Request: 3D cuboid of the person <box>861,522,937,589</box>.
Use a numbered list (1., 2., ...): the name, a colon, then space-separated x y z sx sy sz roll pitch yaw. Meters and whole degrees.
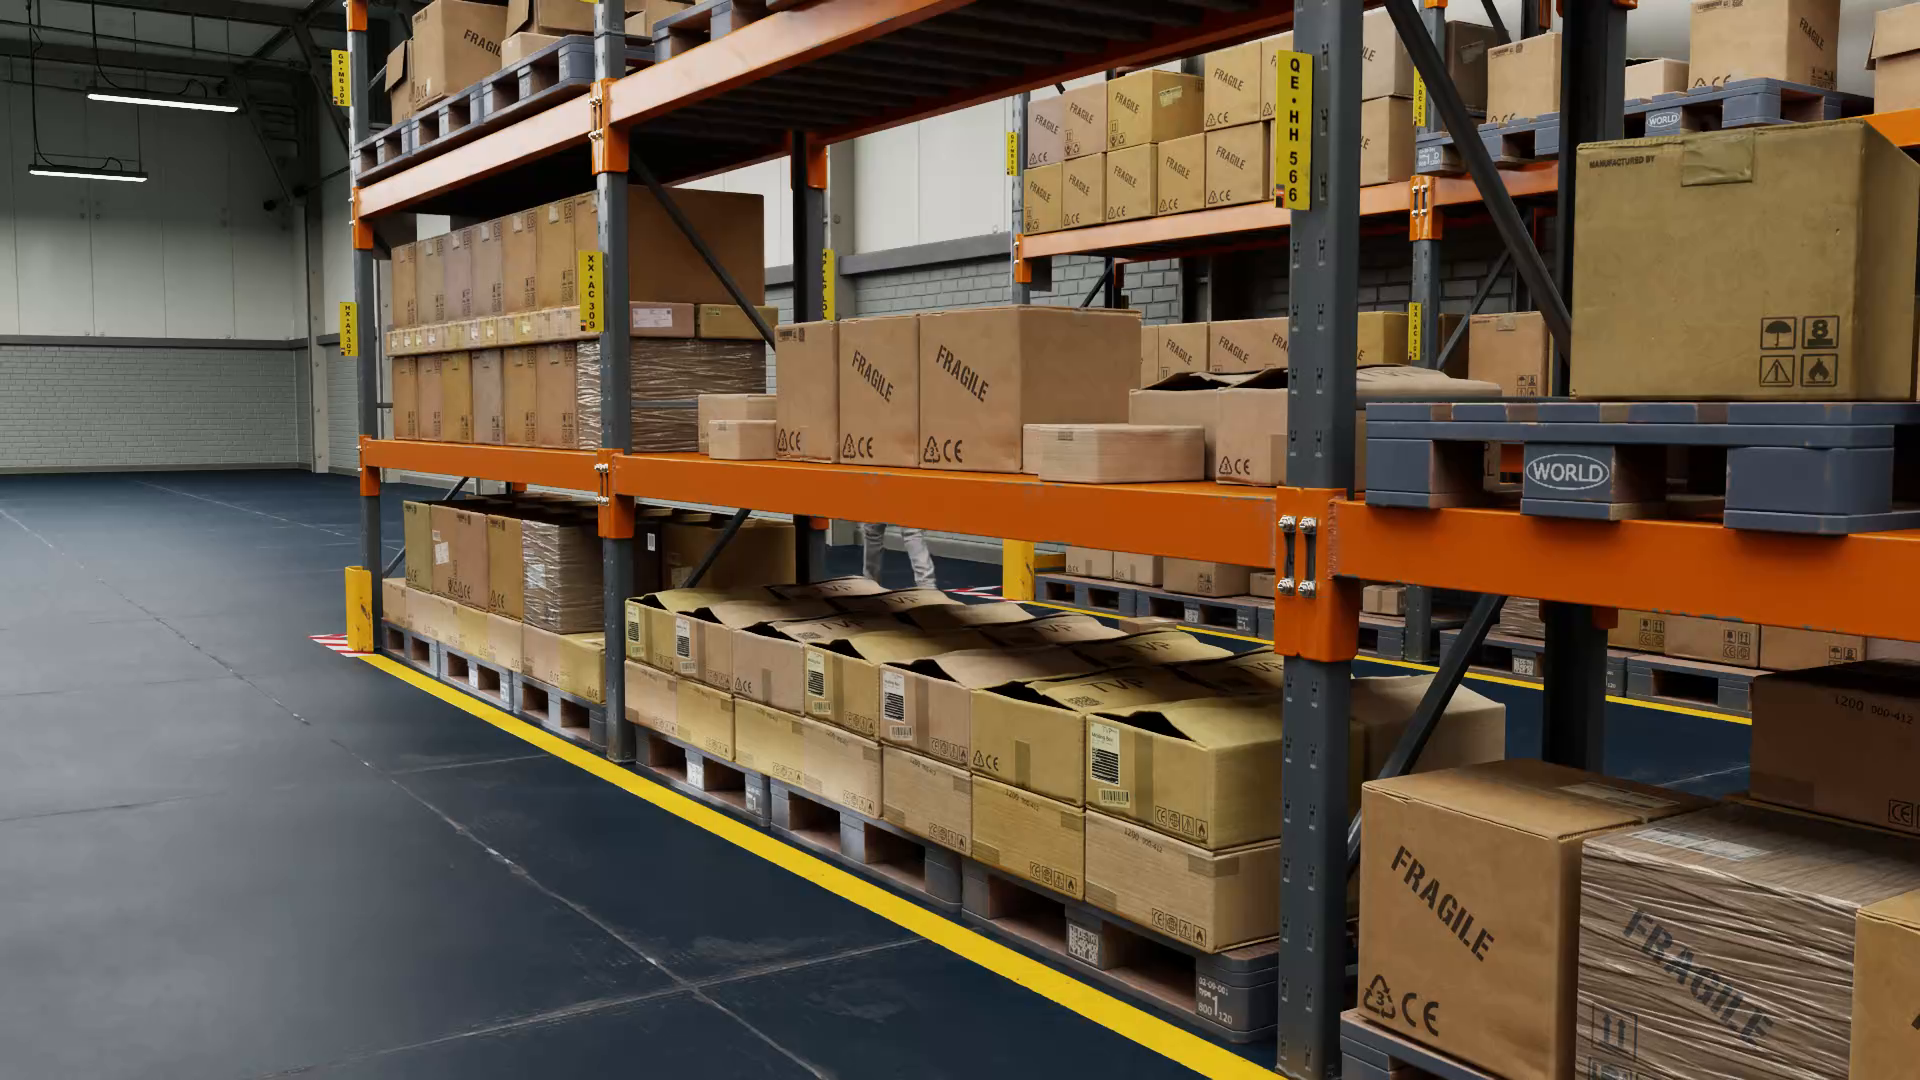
1. person: -0.485 -0.379 12.442 0.573 1.747 1.043 -2 5 -22
